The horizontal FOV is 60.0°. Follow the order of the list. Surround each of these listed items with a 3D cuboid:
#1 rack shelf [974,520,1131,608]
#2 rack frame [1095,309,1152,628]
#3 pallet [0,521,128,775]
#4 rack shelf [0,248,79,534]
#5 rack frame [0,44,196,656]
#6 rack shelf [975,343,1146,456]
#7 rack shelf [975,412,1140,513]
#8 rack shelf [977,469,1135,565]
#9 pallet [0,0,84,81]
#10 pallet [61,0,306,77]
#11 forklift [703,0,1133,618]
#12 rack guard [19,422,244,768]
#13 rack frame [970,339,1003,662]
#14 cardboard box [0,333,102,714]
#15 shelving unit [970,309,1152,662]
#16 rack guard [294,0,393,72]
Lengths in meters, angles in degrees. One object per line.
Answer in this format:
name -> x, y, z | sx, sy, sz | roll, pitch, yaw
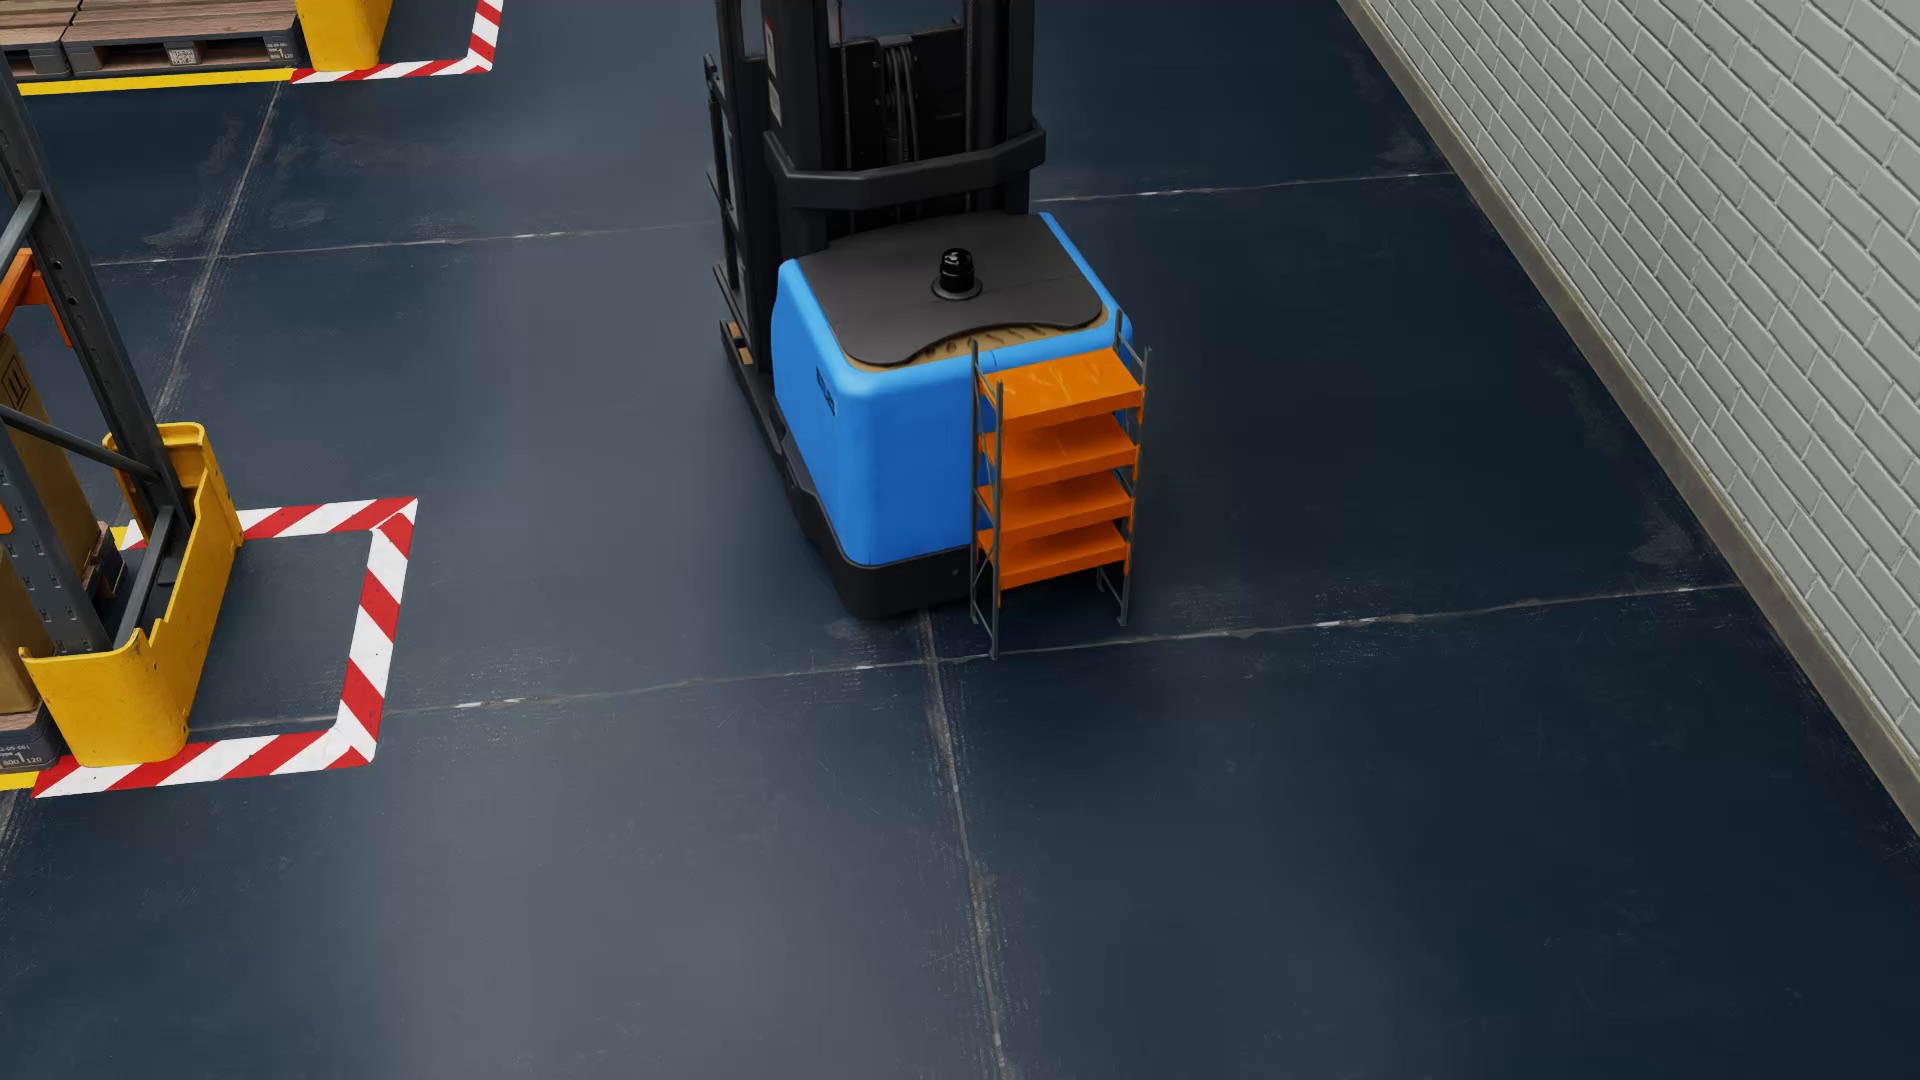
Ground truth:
rack shelf -> 0.313, 0.042, 5.705 | 0.480, 0.148, 0.258 | -14, 44, -15
rack frame -> 0.542, -0.211, 5.588 | 0.015, 1.200, 0.240 | -14, 44, -15
pallet -> -3.607, 0.391, 5.658 | 1.213, 0.211, 1.003 | -5, 42, -6
rack shelf -> -4.807, -0.325, 4.907 | 4.000, 0.370, 1.077 | -5, 42, -6
rack frame -> -2.824, -0.765, 4.859 | 0.127, 3.000, 1.000 | -5, 42, -6
rack shelf -> 0.313, -0.447, 5.264 | 0.480, 0.148, 0.258 | -14, 44, -15
rack shelf -> 0.313, -0.272, 5.422 | 0.480, 0.148, 0.258 | -14, 44, -15
rack shelf -> 0.313, -0.106, 5.572 | 0.480, 0.148, 0.258 | -14, 44, -15
pallet -> -5.496, -2.870, 9.274 | 1.213, 0.211, 1.003 | -5, 42, -6
pallet -> -4.289, -2.974, 9.389 | 1.213, 0.211, 1.003 | -5, 42, -6
forklift -> -0.378, -1.814, 6.072 | 1.130, 2.935, 3.031 | -13, 44, -14
rack guard -> -2.800, 0.161, 5.699 | 0.348, 0.500, 1.175 | -5, 42, -6
rack frame -> 0.083, -0.100, 5.465 | 0.015, 1.200, 0.240 | -14, 44, -15
cardboard box -> -3.448, -0.024, 5.310 | 0.875, 0.875, 0.875 | -5, 42, -6
shelving unit -> 0.313, -0.156, 5.527 | 0.503, 1.200, 0.258 | -14, 44, -15
rack guard -> -3.444, -3.137, 9.355 | 0.348, 0.500, 1.175 | -5, 42, -6
